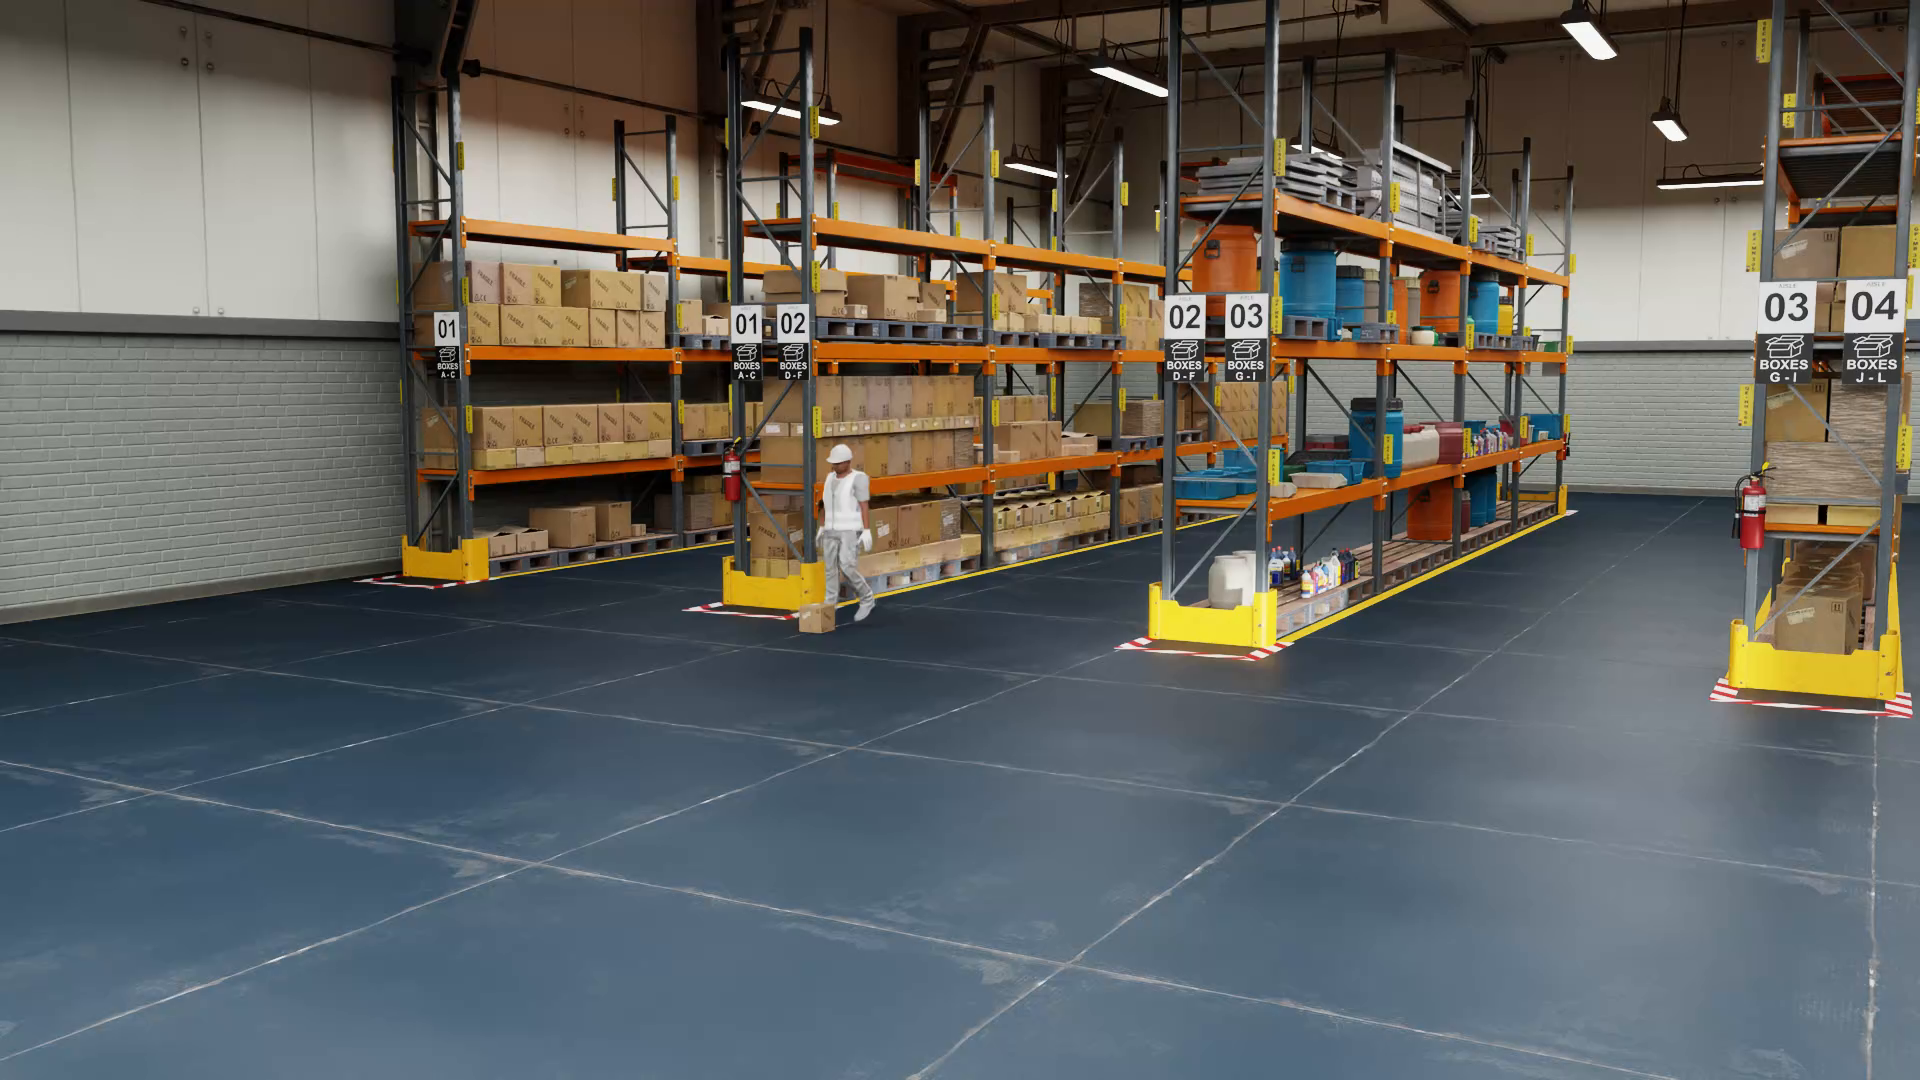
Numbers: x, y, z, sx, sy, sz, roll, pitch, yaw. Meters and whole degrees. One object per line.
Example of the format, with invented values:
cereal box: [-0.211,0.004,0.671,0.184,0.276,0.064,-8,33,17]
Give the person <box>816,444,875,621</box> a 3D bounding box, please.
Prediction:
person: [-1.176,-0.065,16.464,0.675,1.781,0.540,5,8,40]
